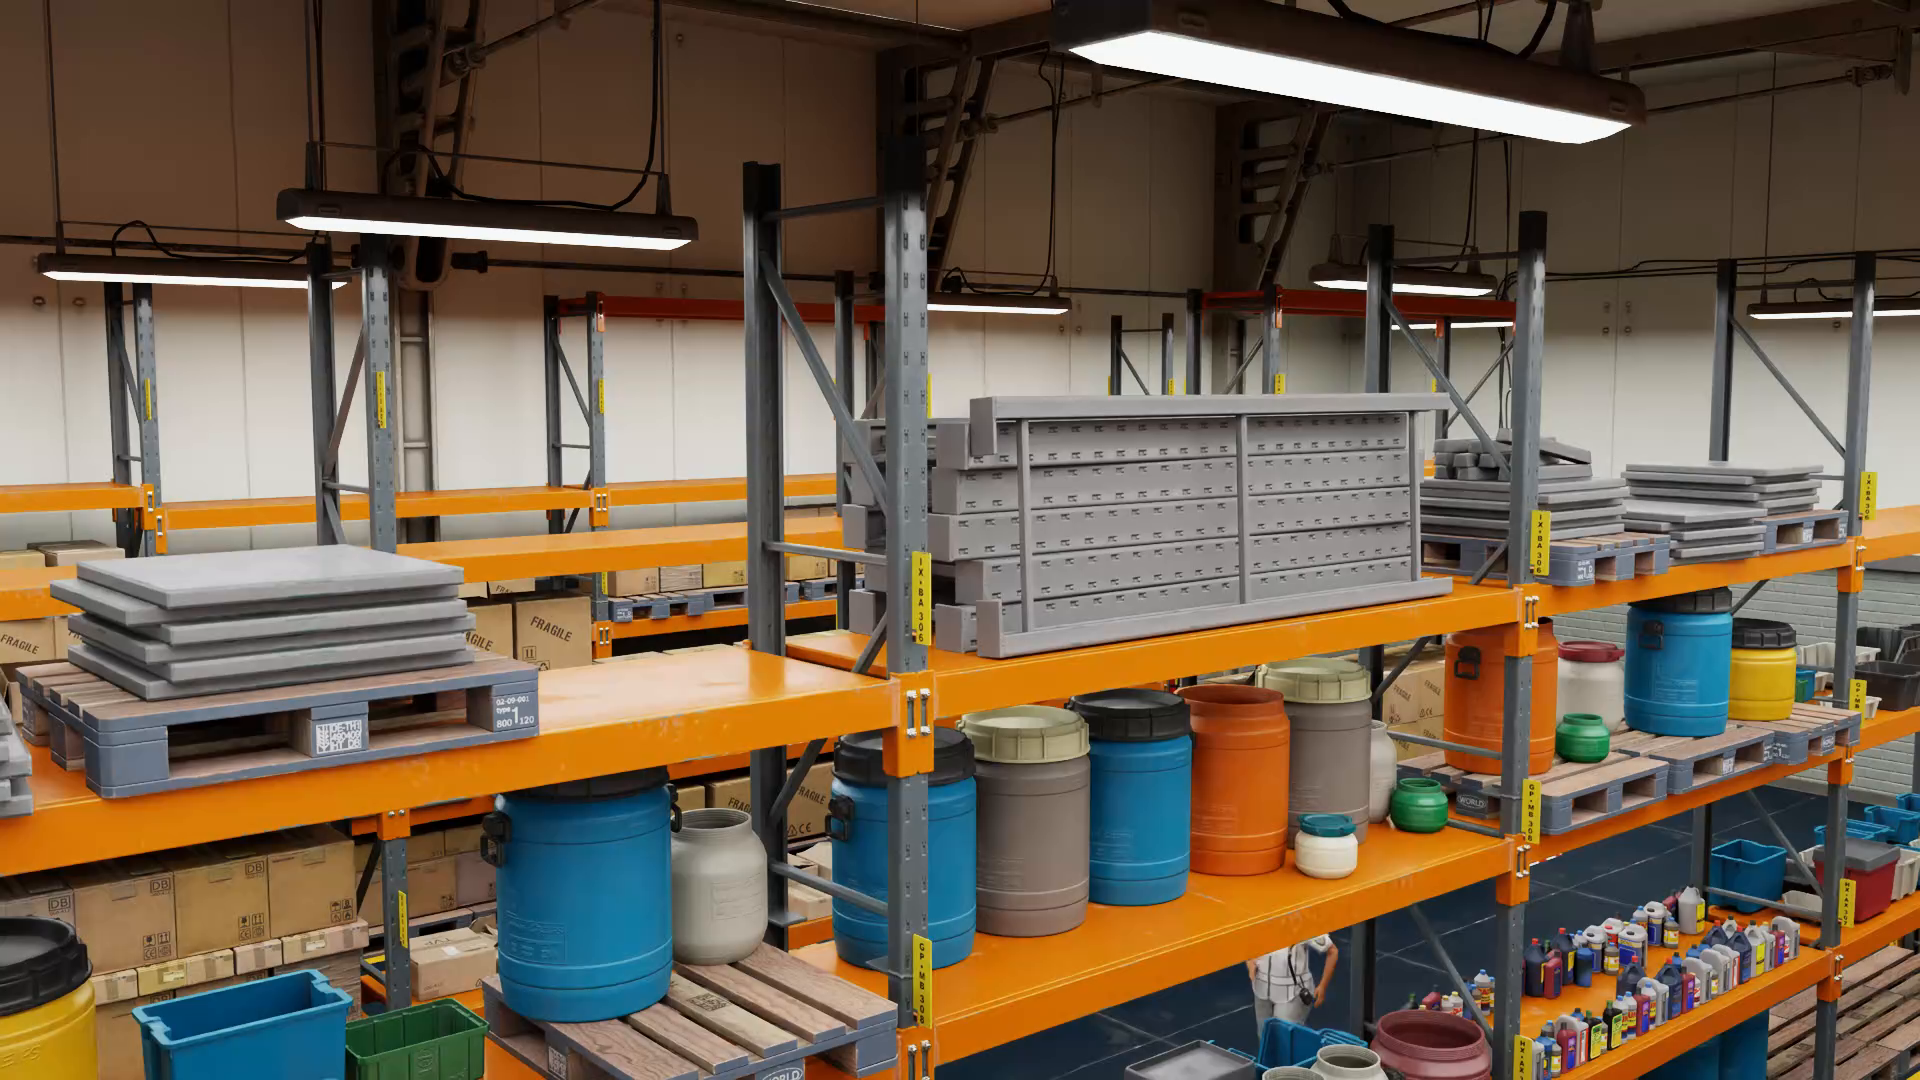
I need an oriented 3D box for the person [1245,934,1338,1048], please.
[{"bbox_3d":[2.254,3.221,11.665,0.601,1.644,0.648,5,8,44],"label":"person"}]
